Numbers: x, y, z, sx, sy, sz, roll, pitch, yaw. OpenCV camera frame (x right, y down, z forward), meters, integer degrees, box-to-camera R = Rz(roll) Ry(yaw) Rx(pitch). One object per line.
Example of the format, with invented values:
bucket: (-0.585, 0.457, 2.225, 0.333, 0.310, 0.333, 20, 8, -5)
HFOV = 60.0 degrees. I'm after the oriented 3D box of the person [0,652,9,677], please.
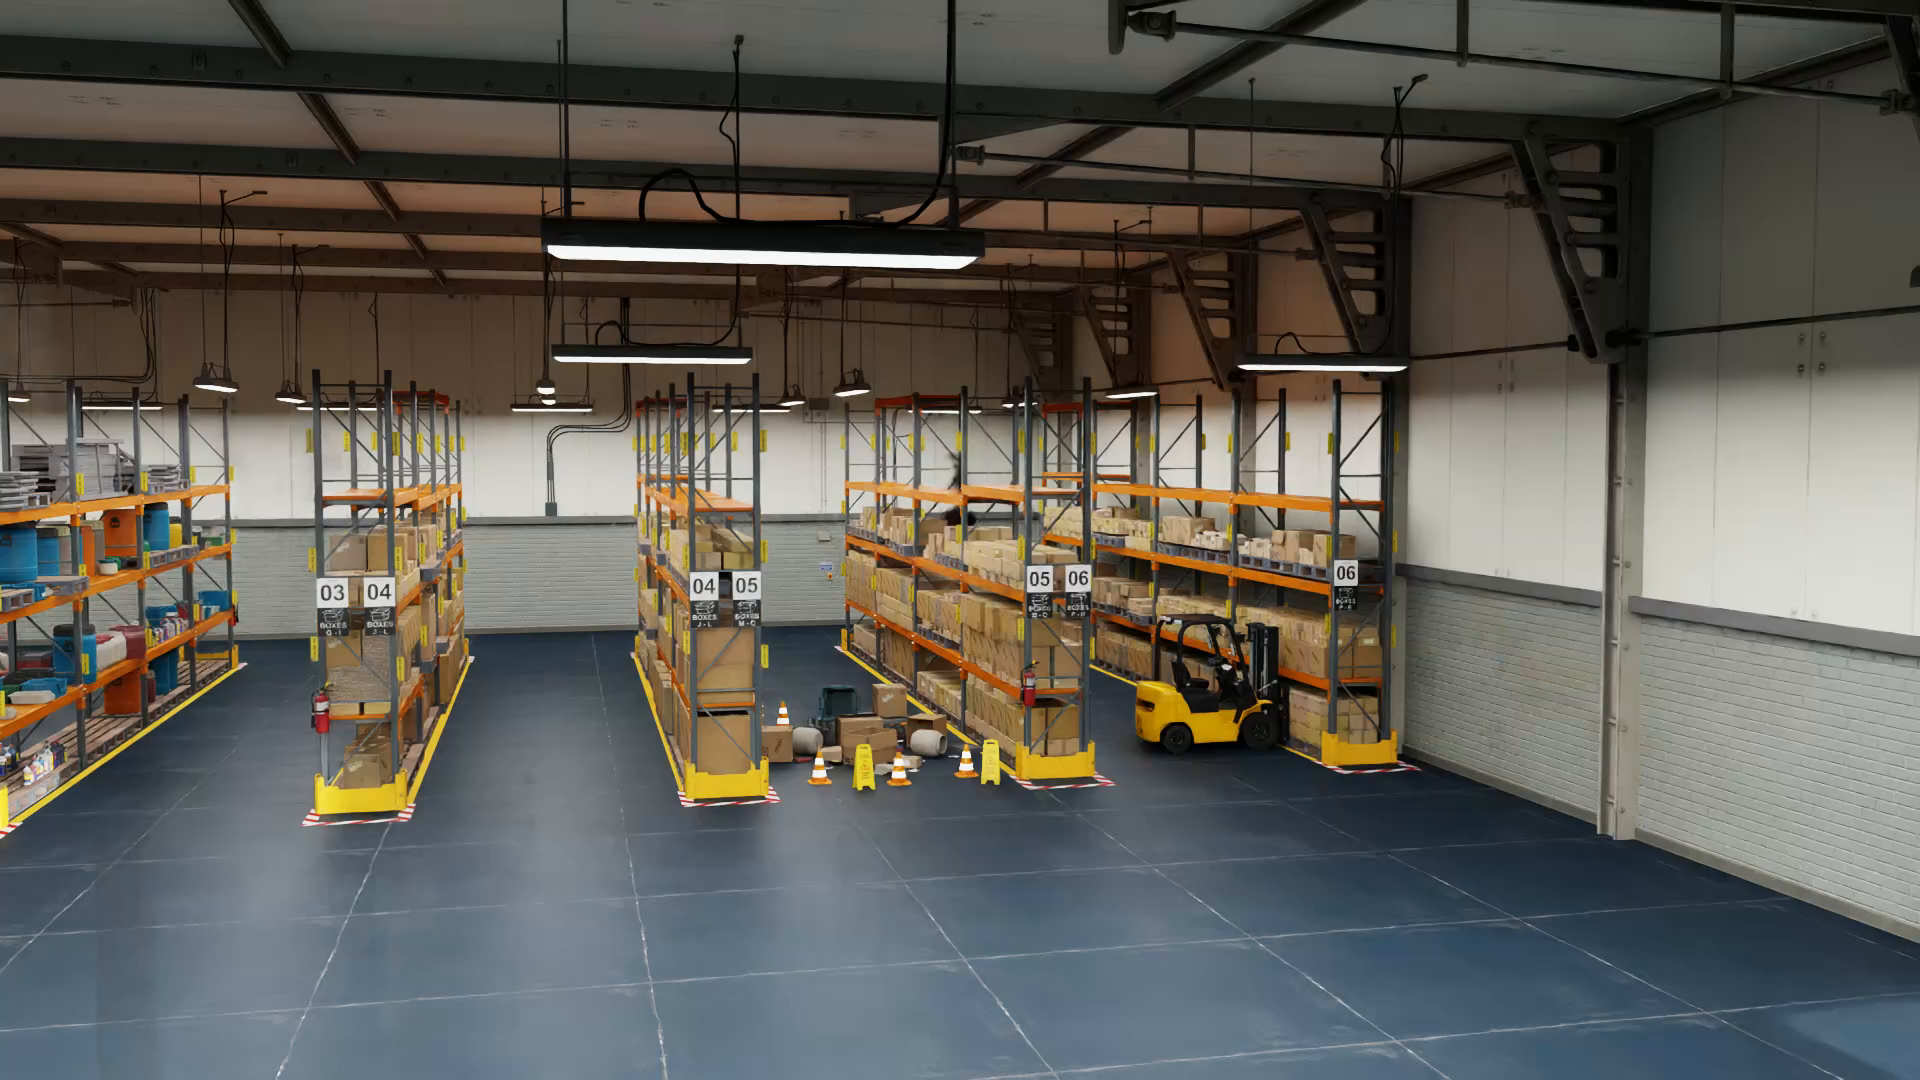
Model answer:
person: (-16.231, 2.482, 27.843, 0.652, 1.805, 0.983, -1, 3, -12)
